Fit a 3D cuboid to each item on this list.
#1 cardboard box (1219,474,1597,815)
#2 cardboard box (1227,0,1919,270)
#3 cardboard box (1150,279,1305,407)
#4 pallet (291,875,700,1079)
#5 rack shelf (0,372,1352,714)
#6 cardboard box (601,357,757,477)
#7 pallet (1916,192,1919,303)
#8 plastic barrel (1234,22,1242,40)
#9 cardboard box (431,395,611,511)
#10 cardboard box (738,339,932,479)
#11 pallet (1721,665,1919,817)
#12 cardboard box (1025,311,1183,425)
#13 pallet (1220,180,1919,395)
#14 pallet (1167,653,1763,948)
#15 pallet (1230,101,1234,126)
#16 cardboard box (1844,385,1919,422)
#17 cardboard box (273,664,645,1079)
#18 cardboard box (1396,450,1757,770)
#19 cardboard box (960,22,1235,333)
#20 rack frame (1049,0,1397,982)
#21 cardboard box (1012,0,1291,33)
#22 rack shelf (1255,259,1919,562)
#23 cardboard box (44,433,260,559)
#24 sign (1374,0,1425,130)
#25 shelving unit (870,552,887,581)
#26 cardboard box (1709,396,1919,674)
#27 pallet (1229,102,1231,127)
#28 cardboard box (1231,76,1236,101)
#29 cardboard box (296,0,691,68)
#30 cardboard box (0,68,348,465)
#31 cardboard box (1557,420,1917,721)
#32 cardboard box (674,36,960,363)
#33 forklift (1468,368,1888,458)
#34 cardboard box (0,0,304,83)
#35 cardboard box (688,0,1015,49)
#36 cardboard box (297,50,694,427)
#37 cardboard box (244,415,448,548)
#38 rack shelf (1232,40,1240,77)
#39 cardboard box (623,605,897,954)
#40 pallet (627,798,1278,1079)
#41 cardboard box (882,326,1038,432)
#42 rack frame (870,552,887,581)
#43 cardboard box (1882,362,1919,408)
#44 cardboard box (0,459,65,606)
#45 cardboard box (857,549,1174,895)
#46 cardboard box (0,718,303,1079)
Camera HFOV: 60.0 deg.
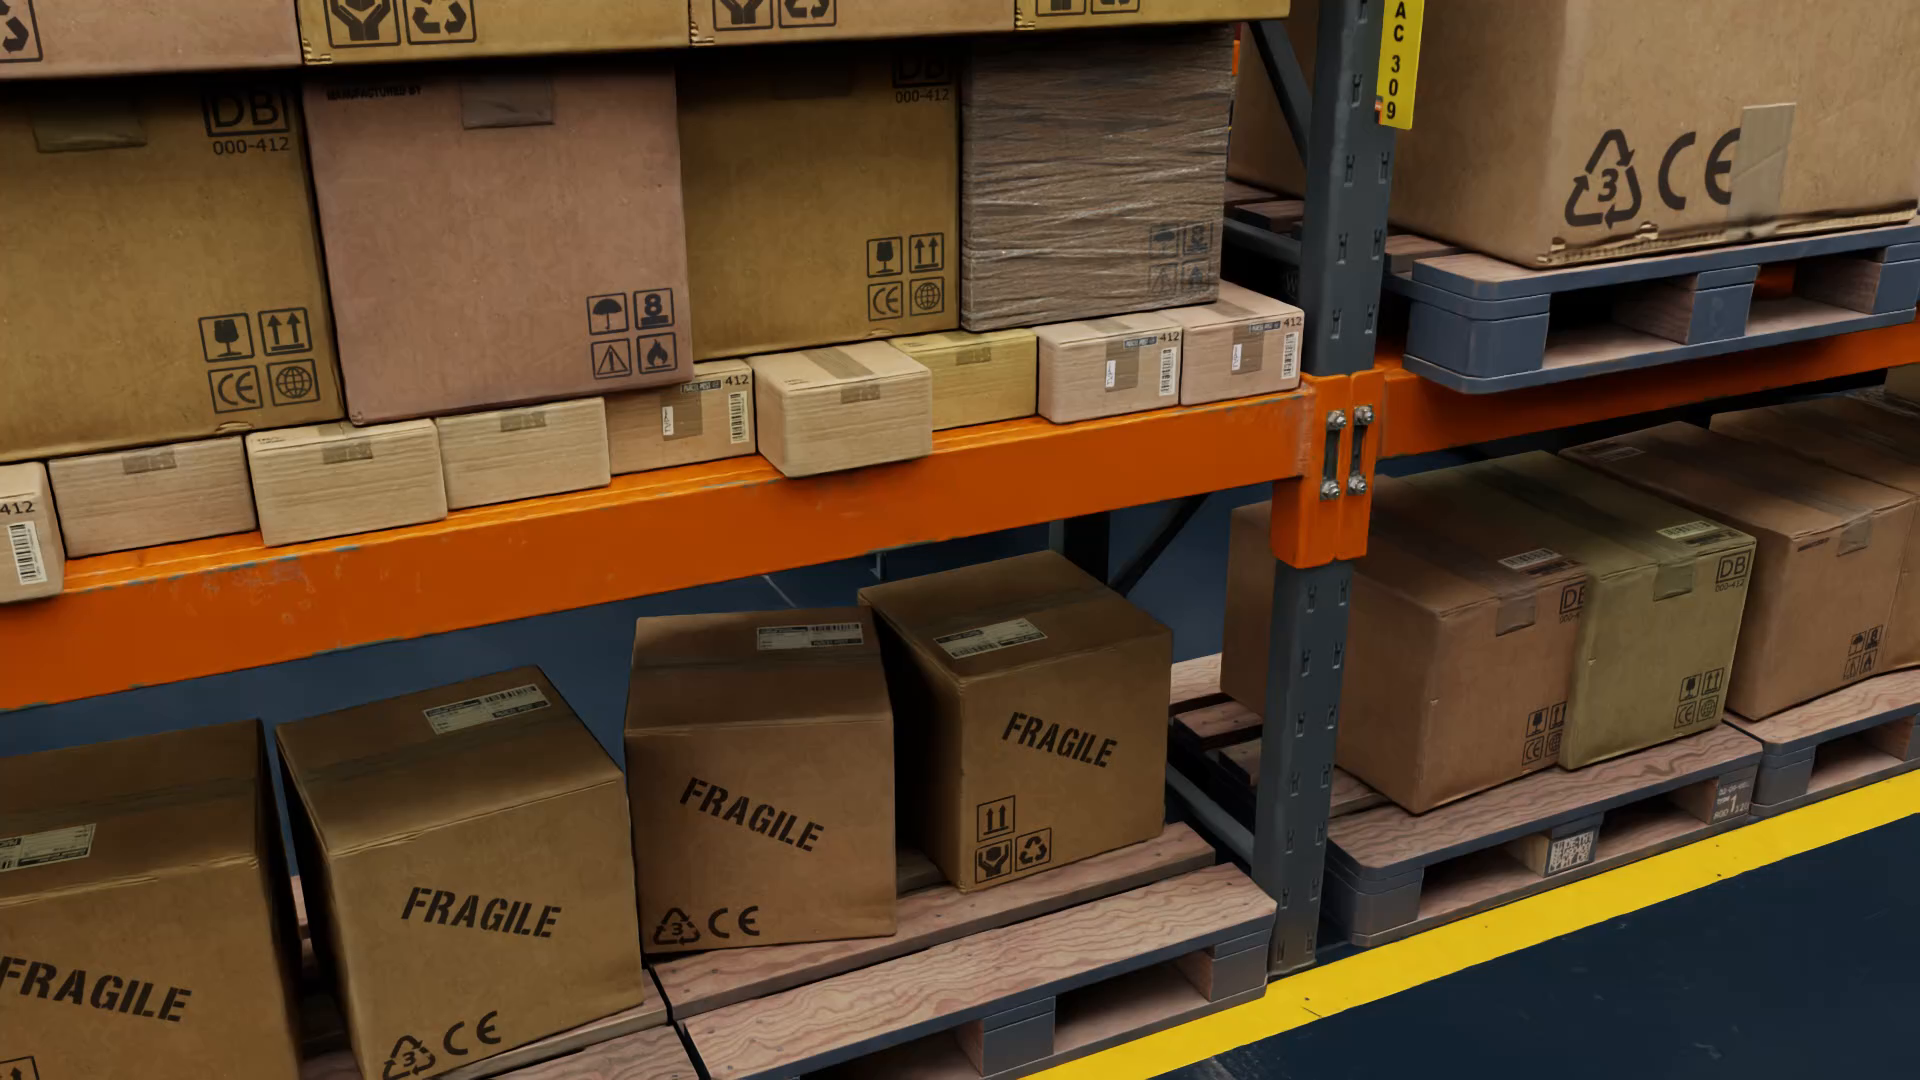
[{"bbox_3d":[1.050,0.220,3.989,0.500,0.500,0.700,-13,26,-28],"label":"cardboard box"},{"bbox_3d":[1.264,-1.192,3.374,1.000,1.000,1.000,-10,25,-23],"label":"cardboard box"},{"bbox_3d":[0.421,-0.384,3.084,0.250,0.149,0.380,-10,25,-24],"label":"cardboard box"},{"bbox_3d":[-1.203,0.979,3.110,1.213,0.211,1.003,-10,25,-24],"label":"pallet"},{"bbox_3d":[-1.315,0.027,2.703,4.000,0.370,1.077,-10,25,-24],"label":"rack shelf"},{"bbox_3d":[-0.519,-0.249,2.759,0.250,0.149,0.380,-10,25,-24],"label":"cardboard box"},{"bbox_3d":[2.326,-0.870,4.180,1.213,0.211,1.003,-10,25,-24],"label":"pallet"},{"bbox_3d":[1.657,-2.889,8.630,0.708,0.536,0.600,-10,25,-24],"label":"plastic barrel"},{"bbox_3d":[-0.727,-0.194,2.625,0.250,0.149,0.380,-10,25,-24],"label":"cardboard box"},{"bbox_3d":[-0.237,-0.245,2.749,0.250,0.149,0.380,-10,25,-24],"label":"cardboard box"},{"bbox_3d":[2.289,0.318,4.706,1.213,0.211,1.003,-10,25,-24],"label":"pallet"},{"bbox_3d":[0.192,-0.346,2.992,0.250,0.149,0.380,-10,25,-24],"label":"cardboard box"},{"bbox_3d":[1.239,-0.625,3.589,1.213,0.211,1.003,-10,25,-24],"label":"pallet"},{"bbox_3d":[1.188,0.522,4.214,1.213,0.211,1.003,-10,25,-24],"label":"pallet"},{"bbox_3d":[2.686,-3.942,14.998,1.213,0.211,1.003,-10,25,-24],"label":"pallet"},{"bbox_3d":[3.002,-0.135,4.846,0.500,0.500,0.700,-13,26,-28],"label":"cardboard box"},{"bbox_3d":[-0.929,0.604,3.088,0.500,0.500,0.500,-13,26,-28],"label":"cardboard box"},{"bbox_3d":[1.488,0.147,4.165,0.500,0.500,0.700,-11,25,-24],"label":"cardboard box"},{"bbox_3d":[0.055,-0.767,3.162,0.500,0.500,0.875,-10,25,-24],"label":"cardboard box"},{"bbox_3d":[0.487,-0.637,3.367,0.127,3.000,1.000,-10,25,-24],"label":"rack frame"},{"bbox_3d":[0.201,-1.113,2.691,0.500,0.500,0.500,-10,25,-24],"label":"cardboard box"},{"bbox_3d":[2.289,-0.637,4.306,4.000,0.370,1.077,-10,25,-24],"label":"rack shelf"},{"bbox_3d":[-1.195,-0.125,2.459,0.250,0.149,0.380,-10,25,-24],"label":"cardboard box"},{"bbox_3d":[0.730,-0.851,2.753,0.005,0.325,0.100,-10,25,-24],"label":"sign"},{"bbox_3d":[-0.006,-0.692,5.460,0.755,1.500,0.431,-10,25,-24],"label":"shelving unit"},{"bbox_3d":[2.494,-0.038,4.613,0.500,0.500,0.700,-8,24,-19],"label":"cardboard box"},{"bbox_3d":[1.585,-3.738,14.506,1.213,0.211,1.003,-10,25,-24],"label":"pallet"},{"bbox_3d":[2.181,-4.084,14.388,0.500,0.500,0.500,-10,25,-23],"label":"cardboard box"},{"bbox_3d":[-0.700,-0.947,2.290,0.500,0.500,0.500,-10,25,-24],"label":"cardboard box"},{"bbox_3d":[-1.286,-0.510,2.541,0.500,0.500,0.875,-10,25,-24],"label":"cardboard box"},{"bbox_3d":[1.992,0.055,4.389,0.500,0.500,0.700,-13,26,-28],"label":"cardboard box"},{"bbox_3d":[-0.411,-0.697,2.991,0.500,0.500,0.875,-10,25,-24],"label":"cardboard box"},{"bbox_3d":[3.337,-1.901,6.510,3.031,2.935,1.130,-9,24,-21],"label":"forklift"},{"bbox_3d":[-1.152,-0.866,2.092,0.500,0.500,0.500,-10,25,-24],"label":"cardboard box"},{"bbox_3d":[-0.249,-1.030,2.489,0.500,0.500,0.500,-10,25,-24],"label":"cardboard box"},{"bbox_3d":[-0.818,-0.579,2.707,0.500,0.500,0.875,-10,25,-24],"label":"cardboard box"},{"bbox_3d":[-0.937,-0.140,2.496,0.250,0.149,0.380,-10,25,-24],"label":"cardboard box"},{"bbox_3d":[0.141,-2.343,8.430,4.000,0.370,1.077,-10,25,-24],"label":"rack shelf"},{"bbox_3d":[-0.403,0.474,3.402,0.500,0.500,0.500,-3,23,-7],"label":"cardboard box"},{"bbox_3d":[-0.102,0.775,3.602,1.213,0.211,1.003,-10,25,-24],"label":"pallet"},{"bbox_3d":[-0.060,-0.325,2.942,0.250,0.149,0.380,-10,25,-24],"label":"cardboard box"},{"bbox_3d":[-0.336,-0.631,5.314,0.023,1.500,0.400,-10,25,-24],"label":"rack frame"},{"bbox_3d":[3.027,-0.482,4.706,0.500,0.250,0.500,-8,24,-18],"label":"cardboard box"},{"bbox_3d":[-1.363,-0.038,2.249,0.250,0.149,0.380,-10,25,-24],"label":"cardboard box"},{"bbox_3d":[0.110,0.376,3.638,0.500,0.500,0.500,-11,25,-25],"label":"cardboard box"},{"bbox_3d":[-1.451,0.681,2.902,0.500,0.500,0.500,-8,24,-19],"label":"cardboard box"}]
